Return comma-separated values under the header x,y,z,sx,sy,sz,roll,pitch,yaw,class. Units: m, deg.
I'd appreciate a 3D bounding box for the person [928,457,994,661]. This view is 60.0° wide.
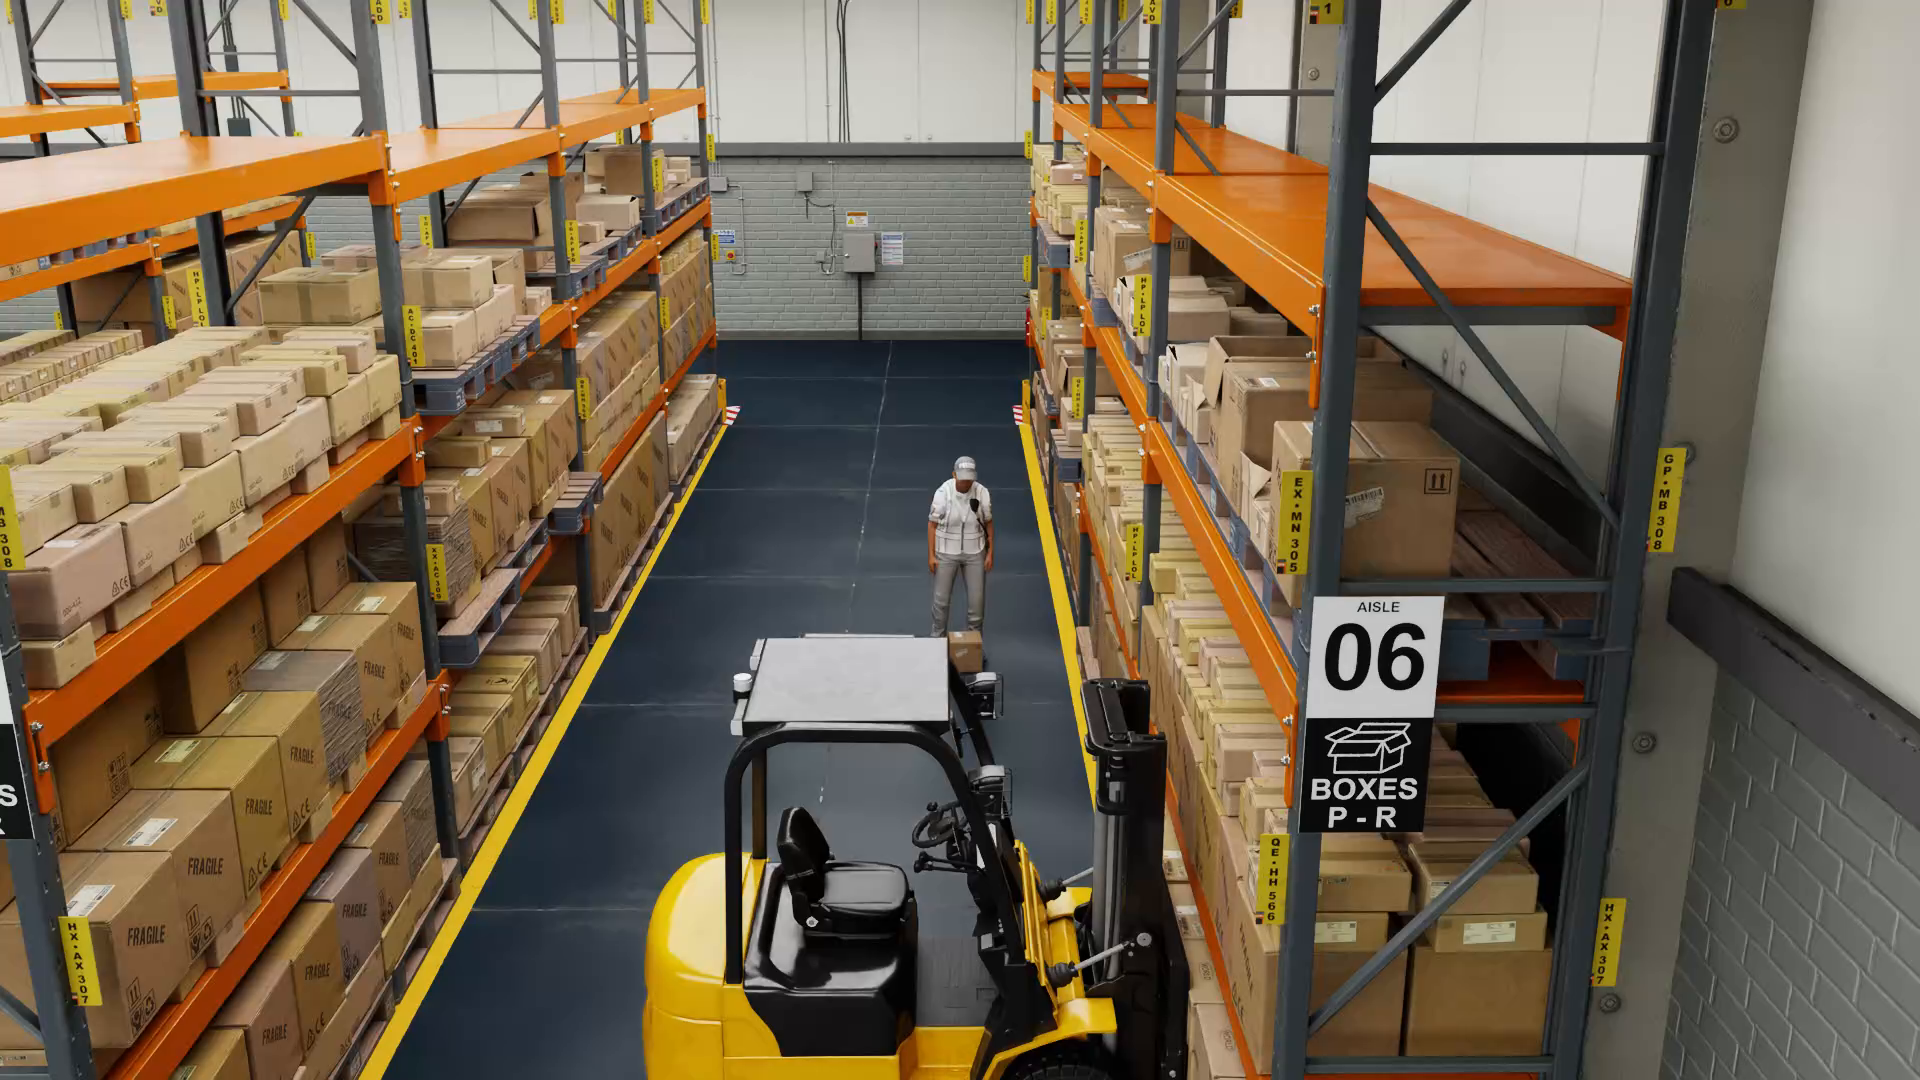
x,y,z,sx,sy,sz,roll,pitch,yaw,class
-0.006,0.137,13.095,0.560,1.665,0.468,-2,17,-6,person
